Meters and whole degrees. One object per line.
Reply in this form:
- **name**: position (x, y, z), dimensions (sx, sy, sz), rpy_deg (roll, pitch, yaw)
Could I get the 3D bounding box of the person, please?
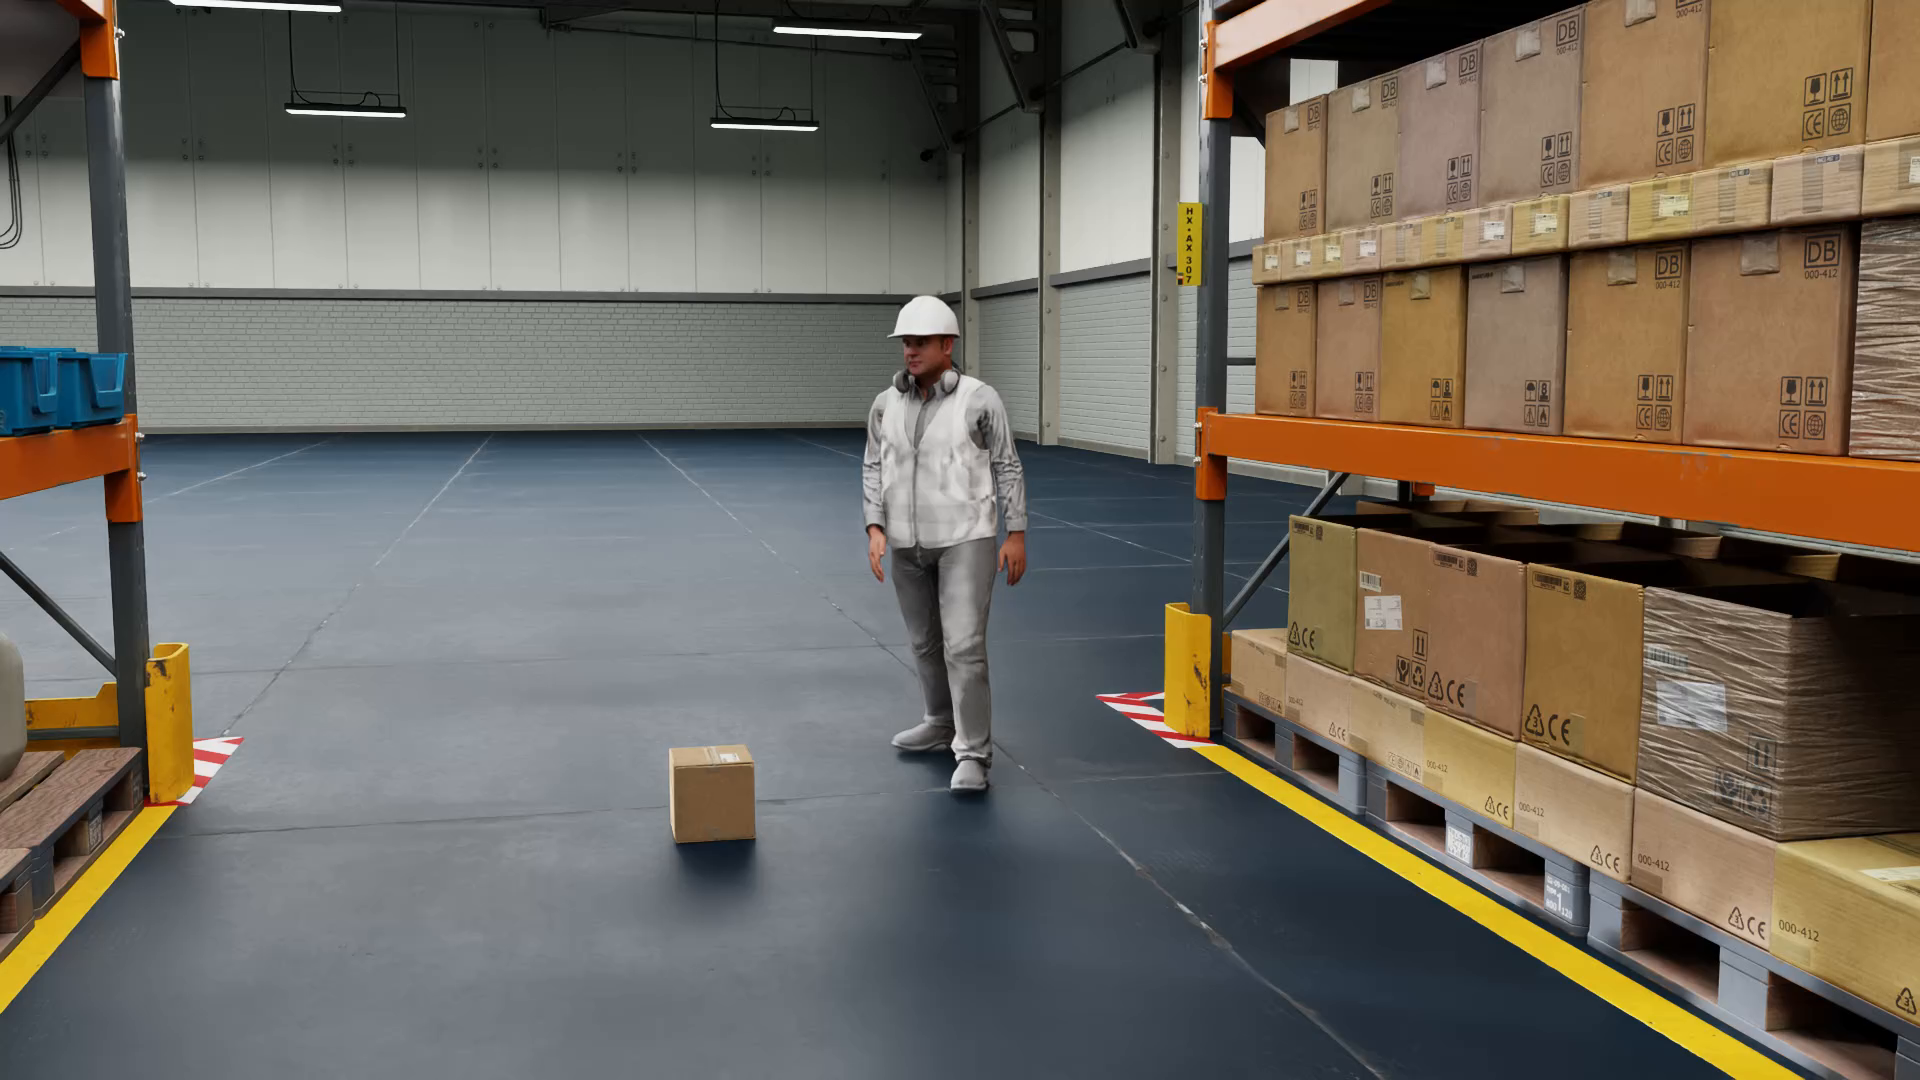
- **person**: position (-0.057, -0.010, 6.056), dimensions (0.621, 1.737, 0.777), rpy_deg (3, 7, 27)
